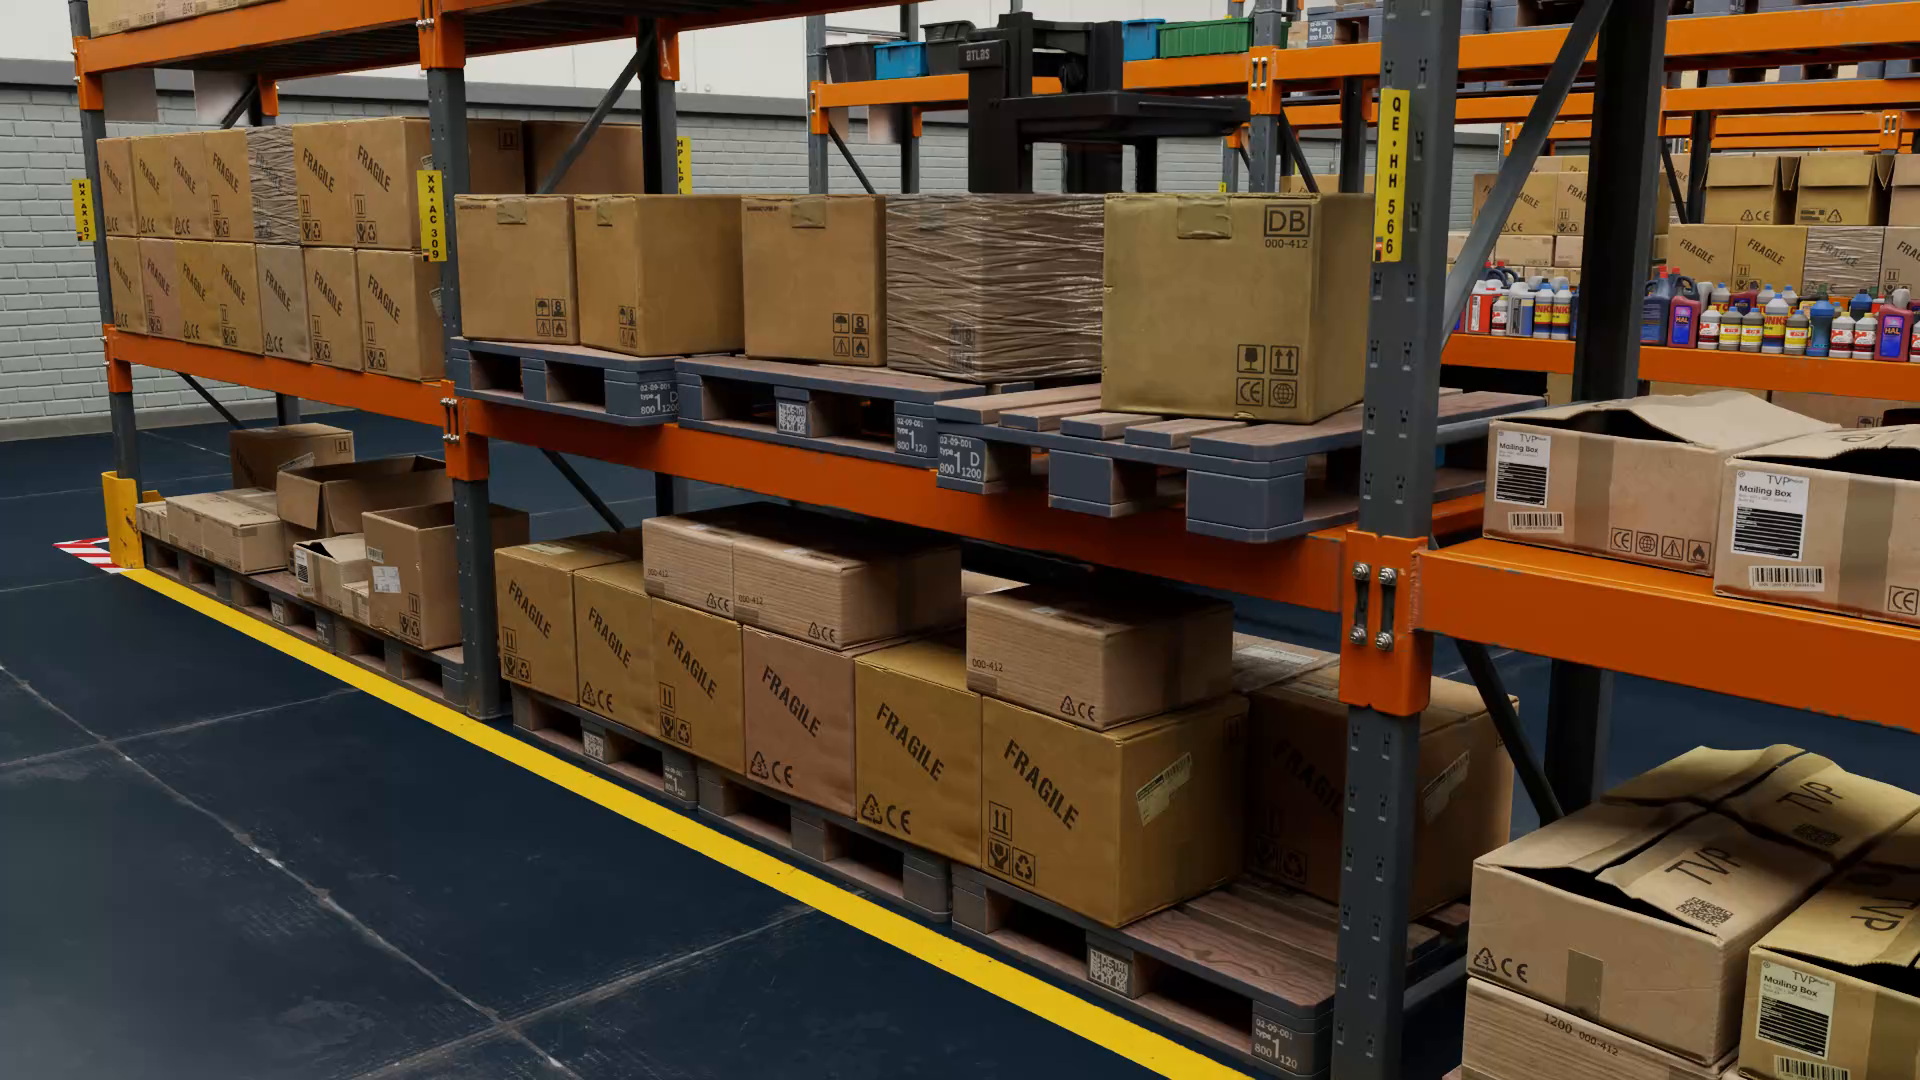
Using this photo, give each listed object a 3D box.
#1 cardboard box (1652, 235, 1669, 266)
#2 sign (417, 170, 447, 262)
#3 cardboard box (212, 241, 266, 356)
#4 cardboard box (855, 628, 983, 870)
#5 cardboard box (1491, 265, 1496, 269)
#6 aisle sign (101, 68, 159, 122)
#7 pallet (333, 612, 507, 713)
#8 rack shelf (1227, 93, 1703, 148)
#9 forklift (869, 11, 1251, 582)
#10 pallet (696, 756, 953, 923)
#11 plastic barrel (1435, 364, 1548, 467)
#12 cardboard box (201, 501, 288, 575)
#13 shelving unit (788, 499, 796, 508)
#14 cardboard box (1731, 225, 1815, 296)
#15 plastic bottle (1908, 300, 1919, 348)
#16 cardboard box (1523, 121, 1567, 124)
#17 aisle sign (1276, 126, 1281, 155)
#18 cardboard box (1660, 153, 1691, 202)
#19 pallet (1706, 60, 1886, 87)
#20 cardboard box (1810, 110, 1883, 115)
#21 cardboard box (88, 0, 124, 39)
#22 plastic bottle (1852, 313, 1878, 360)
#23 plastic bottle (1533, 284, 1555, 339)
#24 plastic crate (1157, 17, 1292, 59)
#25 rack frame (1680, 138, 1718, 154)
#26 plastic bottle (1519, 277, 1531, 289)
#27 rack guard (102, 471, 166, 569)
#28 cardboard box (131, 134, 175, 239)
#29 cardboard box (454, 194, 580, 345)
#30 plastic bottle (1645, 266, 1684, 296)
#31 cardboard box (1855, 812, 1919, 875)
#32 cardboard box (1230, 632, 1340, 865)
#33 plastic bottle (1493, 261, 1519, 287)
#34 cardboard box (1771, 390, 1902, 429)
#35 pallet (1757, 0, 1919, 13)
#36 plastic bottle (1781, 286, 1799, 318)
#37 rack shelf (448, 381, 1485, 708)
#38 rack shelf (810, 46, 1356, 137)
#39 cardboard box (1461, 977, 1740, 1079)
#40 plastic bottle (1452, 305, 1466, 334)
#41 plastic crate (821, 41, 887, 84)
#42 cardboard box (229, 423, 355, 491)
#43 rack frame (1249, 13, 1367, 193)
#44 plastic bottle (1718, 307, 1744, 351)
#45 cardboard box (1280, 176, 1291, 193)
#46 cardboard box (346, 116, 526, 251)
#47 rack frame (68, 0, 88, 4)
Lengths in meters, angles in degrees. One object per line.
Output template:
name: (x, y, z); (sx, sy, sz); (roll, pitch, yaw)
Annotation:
cardboard box: (5.493, -2.393, 13.730); (0.500, 0.250, 0.500); (-11, 16, -44)
sign: (-1.926, -1.184, 6.077); (0.100, 0.325, 0.005); (-11, 16, -43)
cardboard box: (-3.137, -1.146, 7.793); (0.500, 0.500, 0.500); (-11, 16, -42)
cardboard box: (0.050, 0.577, 4.782); (0.500, 0.500, 0.500); (11, 16, 43)
cardboard box: (4.470, -2.242, 13.983); (0.380, 0.149, 0.250); (-11, 16, -42)
aisle sign: (-4.561, -2.662, 8.958); (0.394, 0.787, 0.004); (-11, 16, -43)
pallet: (-2.013, 0.429, 7.305); (1.003, 0.211, 1.213); (-11, 16, -43)
rack shelf: (4.247, -3.625, 14.421); (1.077, 0.370, 4.000); (-11, 16, -43)
forklift: (0.817, -1.268, 8.803); (1.130, 2.935, 3.031); (-10, 15, -41)
pallet: (-0.103, 0.821, 5.403); (1.003, 0.211, 1.213); (-11, 16, -43)
plastic barrel: (2.898, -0.519, 9.155); (0.600, 0.901, 0.708); (-11, 16, -43)
cardboard box: (-3.441, -0.024, 8.318); (0.500, 0.250, 0.500); (-11, 16, -43)
shelving unit: (-0.580, -0.687, 10.459); (0.538, 1.125, 1.048); (-10, 15, -41)
cardboard box: (6.113, -2.090, 12.374); (0.500, 0.500, 0.500); (-11, 16, -42)
plastic bottle: (4.549, -1.048, 7.852); (0.061, 0.283, 0.133); (-11, 16, -43)
cardboard box: (6.648, -4.771, 18.573); (0.500, 0.250, 0.500); (-10, 15, -41)
aisle sign: (3.033, -4.126, 16.060); (0.394, 0.787, 0.004); (-11, 16, -43)
cardboard box: (7.692, -3.833, 17.618); (0.500, 0.500, 0.500); (11, 16, 43)
pallet: (6.297, -3.465, 12.335); (1.217, 0.209, 0.805); (11, 16, 43)
cardboard box: (8.751, -4.322, 16.395); (0.500, 0.250, 0.500); (-10, 16, -41)
cardboard box: (-4.131, -2.705, 8.547); (0.500, 0.250, 0.500); (-11, 16, -43)
plastic bottle: (3.994, -0.898, 7.327); (0.097, 0.201, 0.097); (0, 12, 0)
plastic bottle: (2.950, -1.153, 8.391); (0.097, 0.271, 0.097); (0, 12, 0)
plastic crate: (1.535, -2.911, 9.699); (0.450, 0.188, 0.662); (-11, 16, -43)
rack frame: (10.033, -4.181, 22.771); (1.000, 3.000, 0.127); (-11, 16, -43)
plastic bottle: (3.075, -1.303, 9.123); (0.097, 0.271, 0.097); (0, 12, 0)
rack guard: (-4.249, -0.185, 9.569); (1.175, 0.500, 0.348); (-11, 16, -43)
cardboard box: (-3.819, -1.782, 8.402); (0.500, 0.500, 0.500); (-11, 16, -42)
cardboard box: (-1.374, -0.991, 5.998); (0.500, 0.500, 0.700); (6, 13, 26)
plastic bottle: (3.678, -1.253, 8.679); (0.144, 0.351, 0.185); (-11, 16, -43)
cardboard box: (2.127, 0.731, 3.314); (0.500, 0.311, 0.500); (-11, 16, -43)
cardboard box: (0.750, 0.574, 4.794); (0.500, 0.500, 0.500); (11, 16, 43)
plastic bottle: (3.045, -1.386, 9.329); (0.144, 0.351, 0.185); (-11, 16, -43)
cardboard box: (6.702, -1.160, 12.334); (0.875, 0.875, 1.225); (11, 16, 43)
pallet: (4.351, -2.444, 7.375); (1.003, 0.211, 1.213); (-11, 16, -43)
plastic bottle: (4.112, -1.129, 8.276); (0.097, 0.271, 0.097); (0, 12, 0)
rack shelf: (-0.158, -0.192, 5.193); (1.077, 0.370, 4.000); (-11, 16, -43)
rack shelf: (0.665, -2.935, 11.071); (1.077, 0.370, 4.000); (-11, 16, -43)
cardboard box: (1.372, 1.006, 3.369); (0.500, 0.250, 0.500); (-11, 16, -43)
plastic bottle: (2.604, -1.226, 8.719); (0.061, 0.283, 0.133); (-11, 16, -43)
plastic crate: (-0.652, -3.420, 11.967); (0.497, 0.269, 0.590); (-11, 16, -43)
cardboard box: (-3.748, -0.366, 9.360); (0.500, 0.500, 0.500); (-11, 16, -43)
rack frame: (2.046, -1.526, 9.885); (1.000, 3.000, 0.127); (-11, 16, -43)
plastic bottle: (3.591, -0.983, 7.740); (0.097, 0.201, 0.097); (0, 12, 0)
cardboard box: (3.392, -3.205, 15.810); (0.500, 0.500, 0.500); (-11, 16, -42)
cardboard box: (-2.076, -1.413, 6.609); (0.500, 0.500, 0.500); (-11, 16, -42)
rack frame: (-4.302, -4.358, 8.765); (1.000, 3.000, 0.127); (-11, 16, -43)
